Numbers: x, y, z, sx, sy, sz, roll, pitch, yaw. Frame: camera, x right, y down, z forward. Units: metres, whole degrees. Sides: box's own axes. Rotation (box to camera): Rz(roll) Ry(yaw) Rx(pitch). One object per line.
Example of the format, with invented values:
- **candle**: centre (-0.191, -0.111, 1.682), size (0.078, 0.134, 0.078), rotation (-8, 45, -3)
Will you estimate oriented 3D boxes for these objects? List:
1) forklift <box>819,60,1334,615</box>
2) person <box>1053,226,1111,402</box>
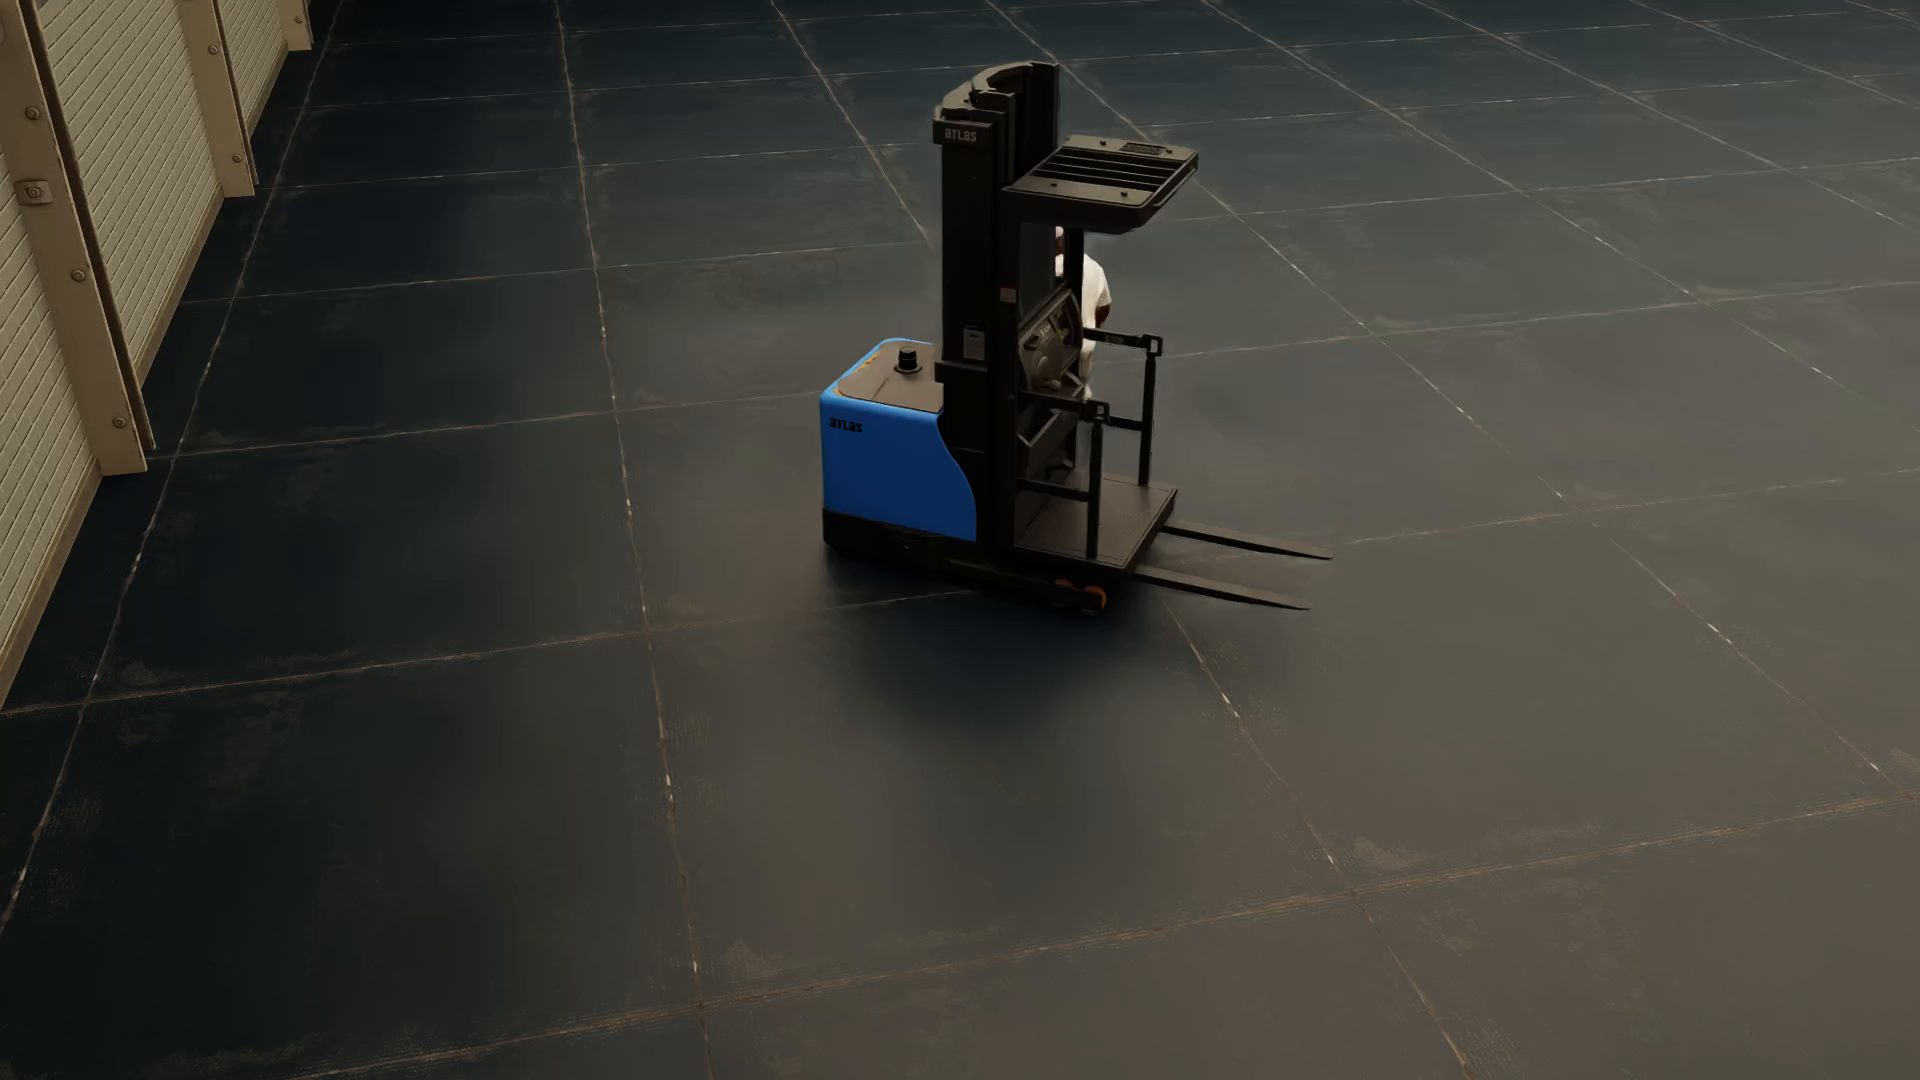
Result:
- **forklift**: centre (0.709, -1.135, 9.535), size (3.031, 2.935, 1.130), rotation (12, 32, 20)
- **person**: centre (0.623, -1.385, 11.442), size (1.227, 1.480, 0.726), rotation (-18, 34, -28)
